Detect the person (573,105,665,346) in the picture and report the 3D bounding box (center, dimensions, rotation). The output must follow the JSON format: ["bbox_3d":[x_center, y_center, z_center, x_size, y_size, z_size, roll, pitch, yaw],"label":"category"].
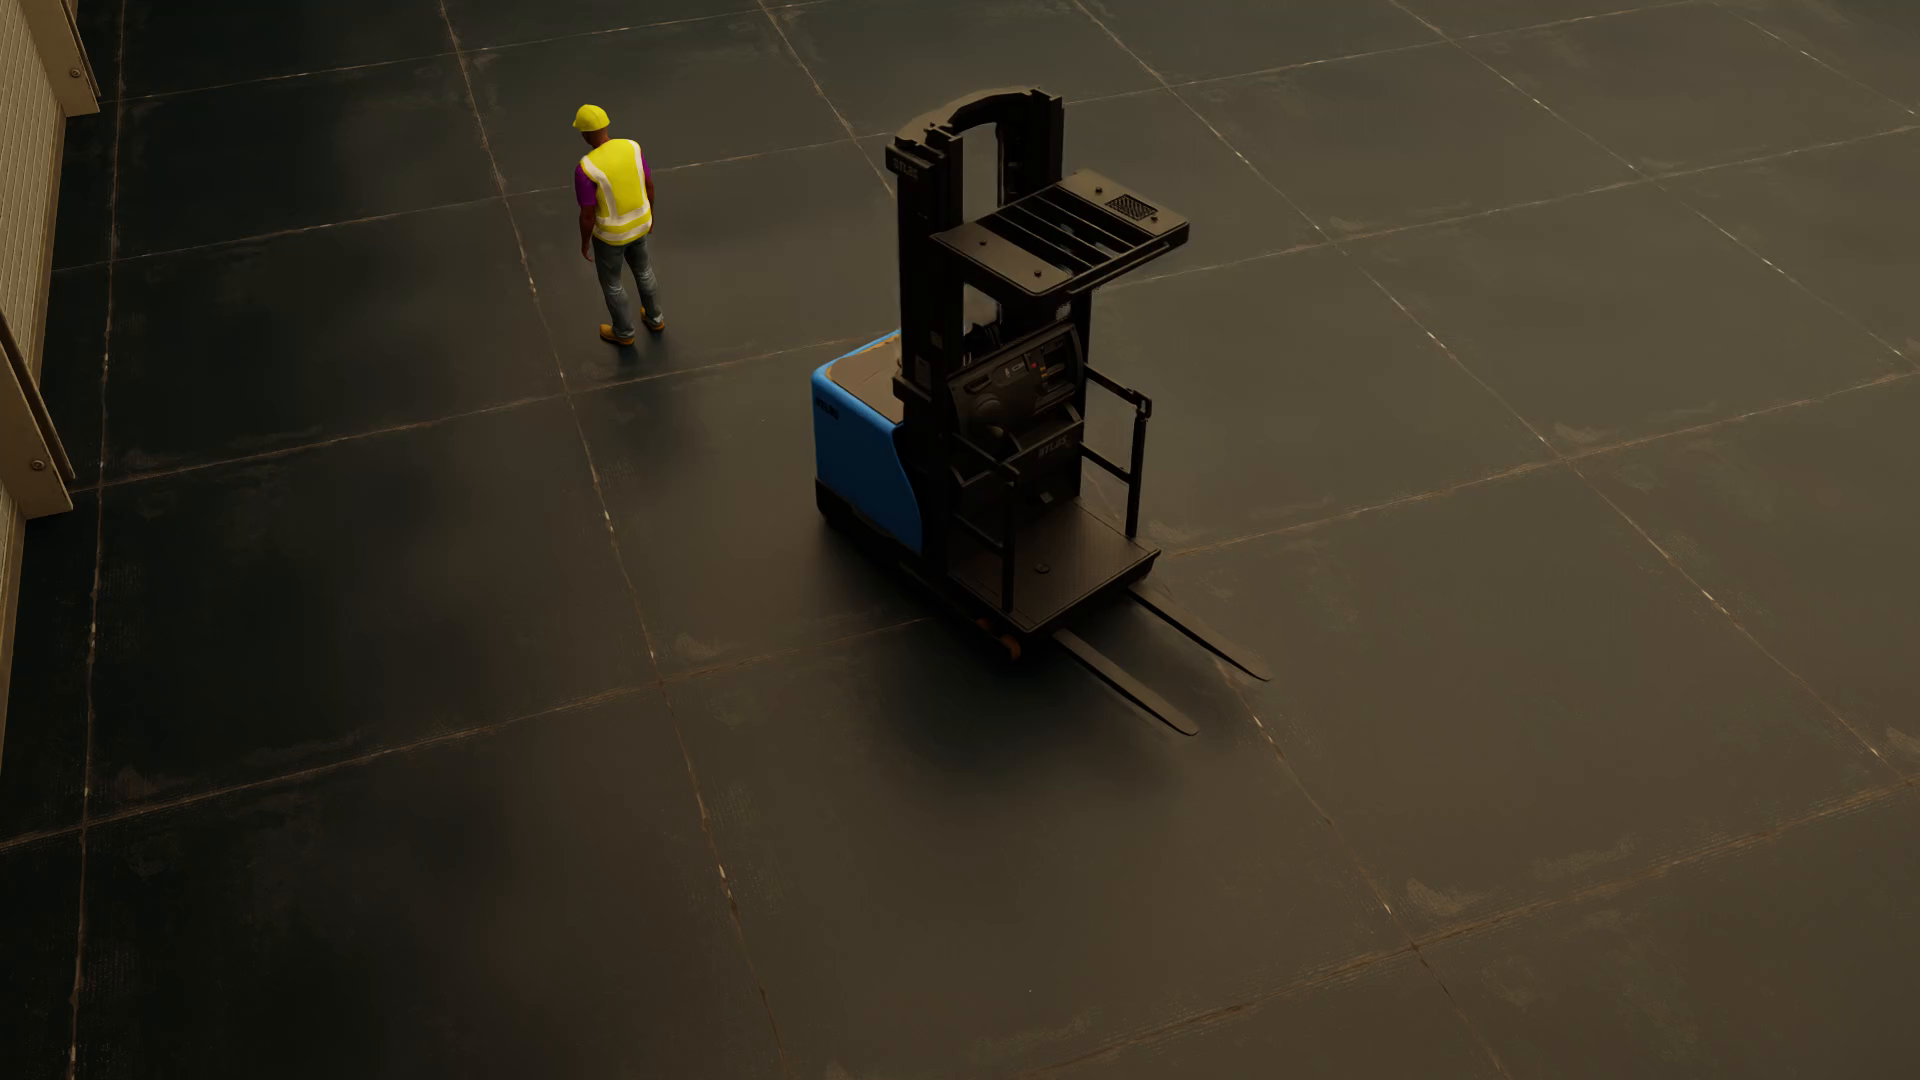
[{"bbox_3d":[-2.375,-2.174,11.500,0.463,1.759,0.626,32,49,32],"label":"person"}]

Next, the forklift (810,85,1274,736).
[{"bbox_3d":[0.455,-0.794,8.942,1.130,2.935,3.031,-30,48,-31],"label":"forklift"}]
